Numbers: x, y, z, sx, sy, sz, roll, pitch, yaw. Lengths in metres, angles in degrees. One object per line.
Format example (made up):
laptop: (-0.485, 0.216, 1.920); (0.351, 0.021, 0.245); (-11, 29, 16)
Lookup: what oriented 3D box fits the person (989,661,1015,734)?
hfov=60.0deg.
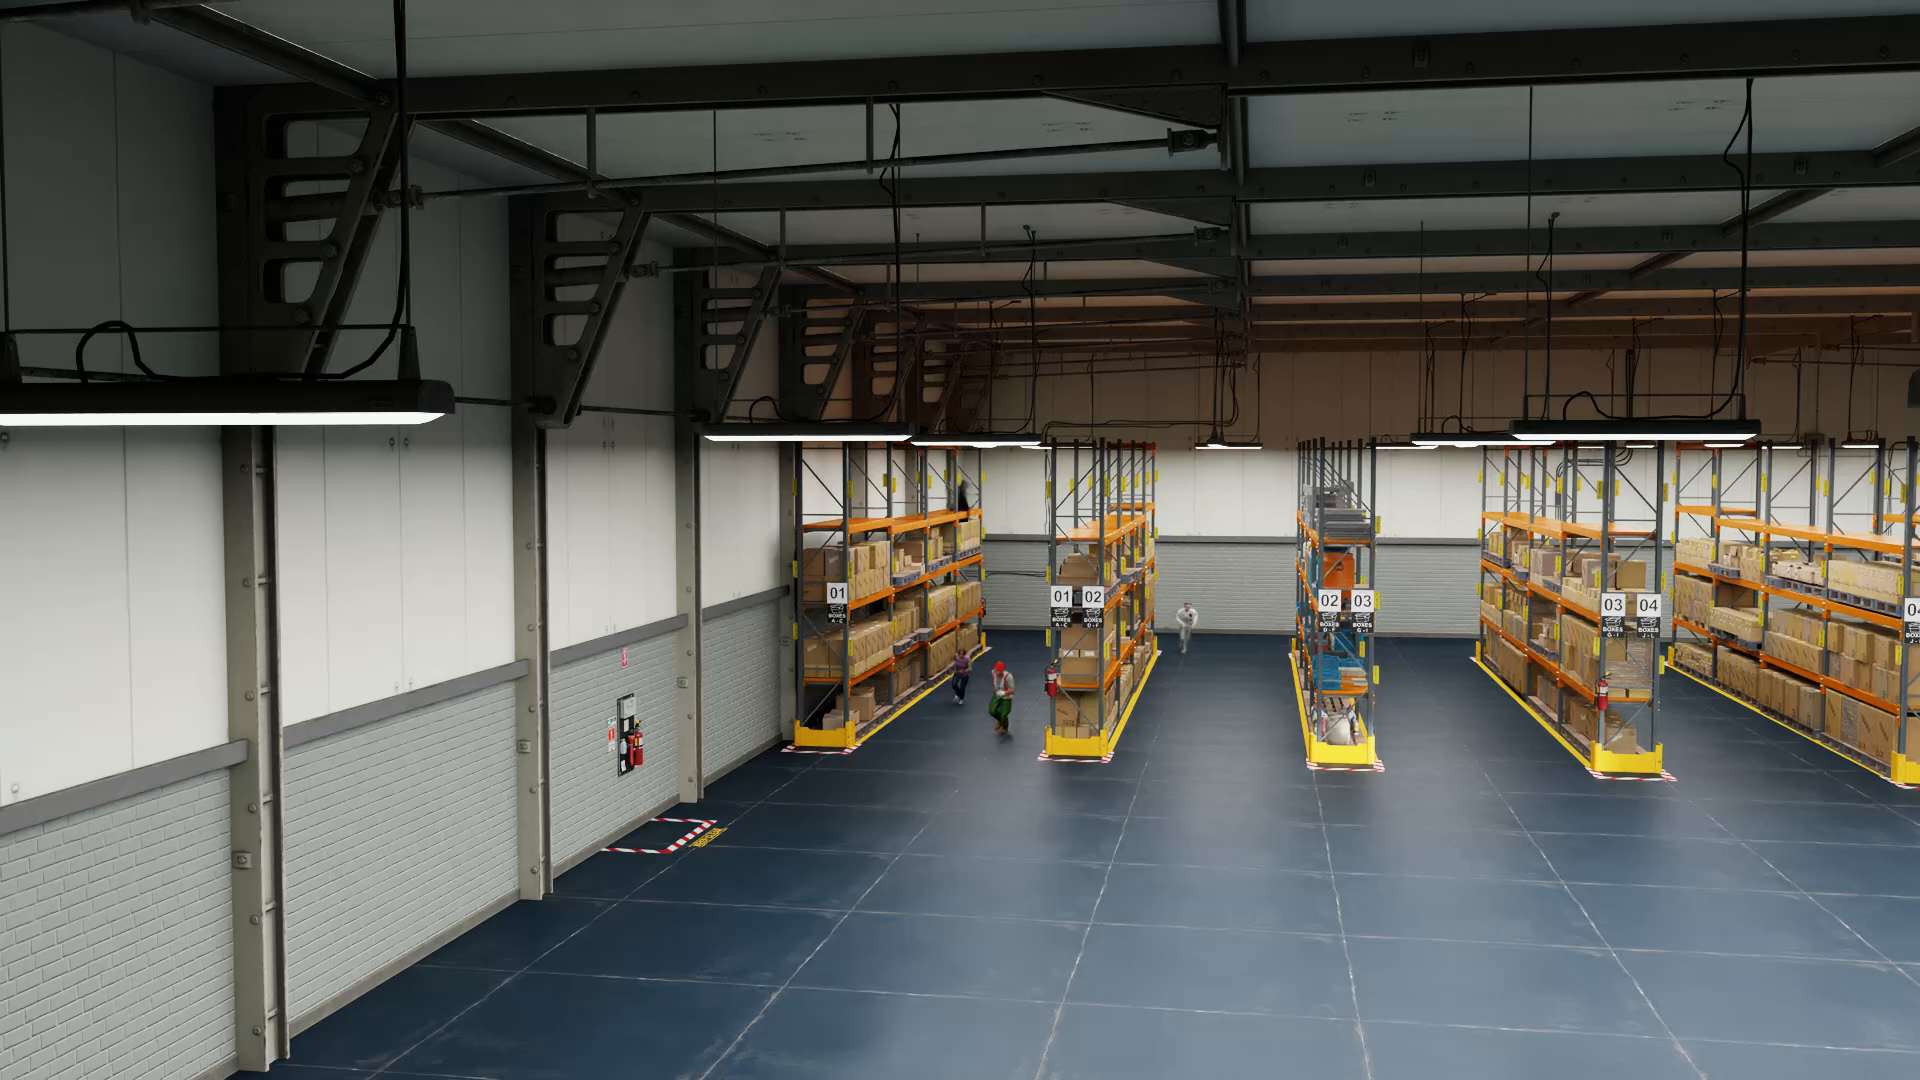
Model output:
person: (0.828, 3.169, 33.433); (0.708, 1.532, 1.002); (1, 3, 25)

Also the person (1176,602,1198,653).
person: (6.467, 2.488, 47.371); (0.644, 1.471, 0.756); (0, 3, -4)

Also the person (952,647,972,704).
person: (0.032, 3.079, 37.377); (0.531, 1.293, 0.925); (1, 3, 12)

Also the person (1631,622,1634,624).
person: (17.319, 2.599, 43.558); (0.734, 1.687, 0.543); (2, 4, 36)
